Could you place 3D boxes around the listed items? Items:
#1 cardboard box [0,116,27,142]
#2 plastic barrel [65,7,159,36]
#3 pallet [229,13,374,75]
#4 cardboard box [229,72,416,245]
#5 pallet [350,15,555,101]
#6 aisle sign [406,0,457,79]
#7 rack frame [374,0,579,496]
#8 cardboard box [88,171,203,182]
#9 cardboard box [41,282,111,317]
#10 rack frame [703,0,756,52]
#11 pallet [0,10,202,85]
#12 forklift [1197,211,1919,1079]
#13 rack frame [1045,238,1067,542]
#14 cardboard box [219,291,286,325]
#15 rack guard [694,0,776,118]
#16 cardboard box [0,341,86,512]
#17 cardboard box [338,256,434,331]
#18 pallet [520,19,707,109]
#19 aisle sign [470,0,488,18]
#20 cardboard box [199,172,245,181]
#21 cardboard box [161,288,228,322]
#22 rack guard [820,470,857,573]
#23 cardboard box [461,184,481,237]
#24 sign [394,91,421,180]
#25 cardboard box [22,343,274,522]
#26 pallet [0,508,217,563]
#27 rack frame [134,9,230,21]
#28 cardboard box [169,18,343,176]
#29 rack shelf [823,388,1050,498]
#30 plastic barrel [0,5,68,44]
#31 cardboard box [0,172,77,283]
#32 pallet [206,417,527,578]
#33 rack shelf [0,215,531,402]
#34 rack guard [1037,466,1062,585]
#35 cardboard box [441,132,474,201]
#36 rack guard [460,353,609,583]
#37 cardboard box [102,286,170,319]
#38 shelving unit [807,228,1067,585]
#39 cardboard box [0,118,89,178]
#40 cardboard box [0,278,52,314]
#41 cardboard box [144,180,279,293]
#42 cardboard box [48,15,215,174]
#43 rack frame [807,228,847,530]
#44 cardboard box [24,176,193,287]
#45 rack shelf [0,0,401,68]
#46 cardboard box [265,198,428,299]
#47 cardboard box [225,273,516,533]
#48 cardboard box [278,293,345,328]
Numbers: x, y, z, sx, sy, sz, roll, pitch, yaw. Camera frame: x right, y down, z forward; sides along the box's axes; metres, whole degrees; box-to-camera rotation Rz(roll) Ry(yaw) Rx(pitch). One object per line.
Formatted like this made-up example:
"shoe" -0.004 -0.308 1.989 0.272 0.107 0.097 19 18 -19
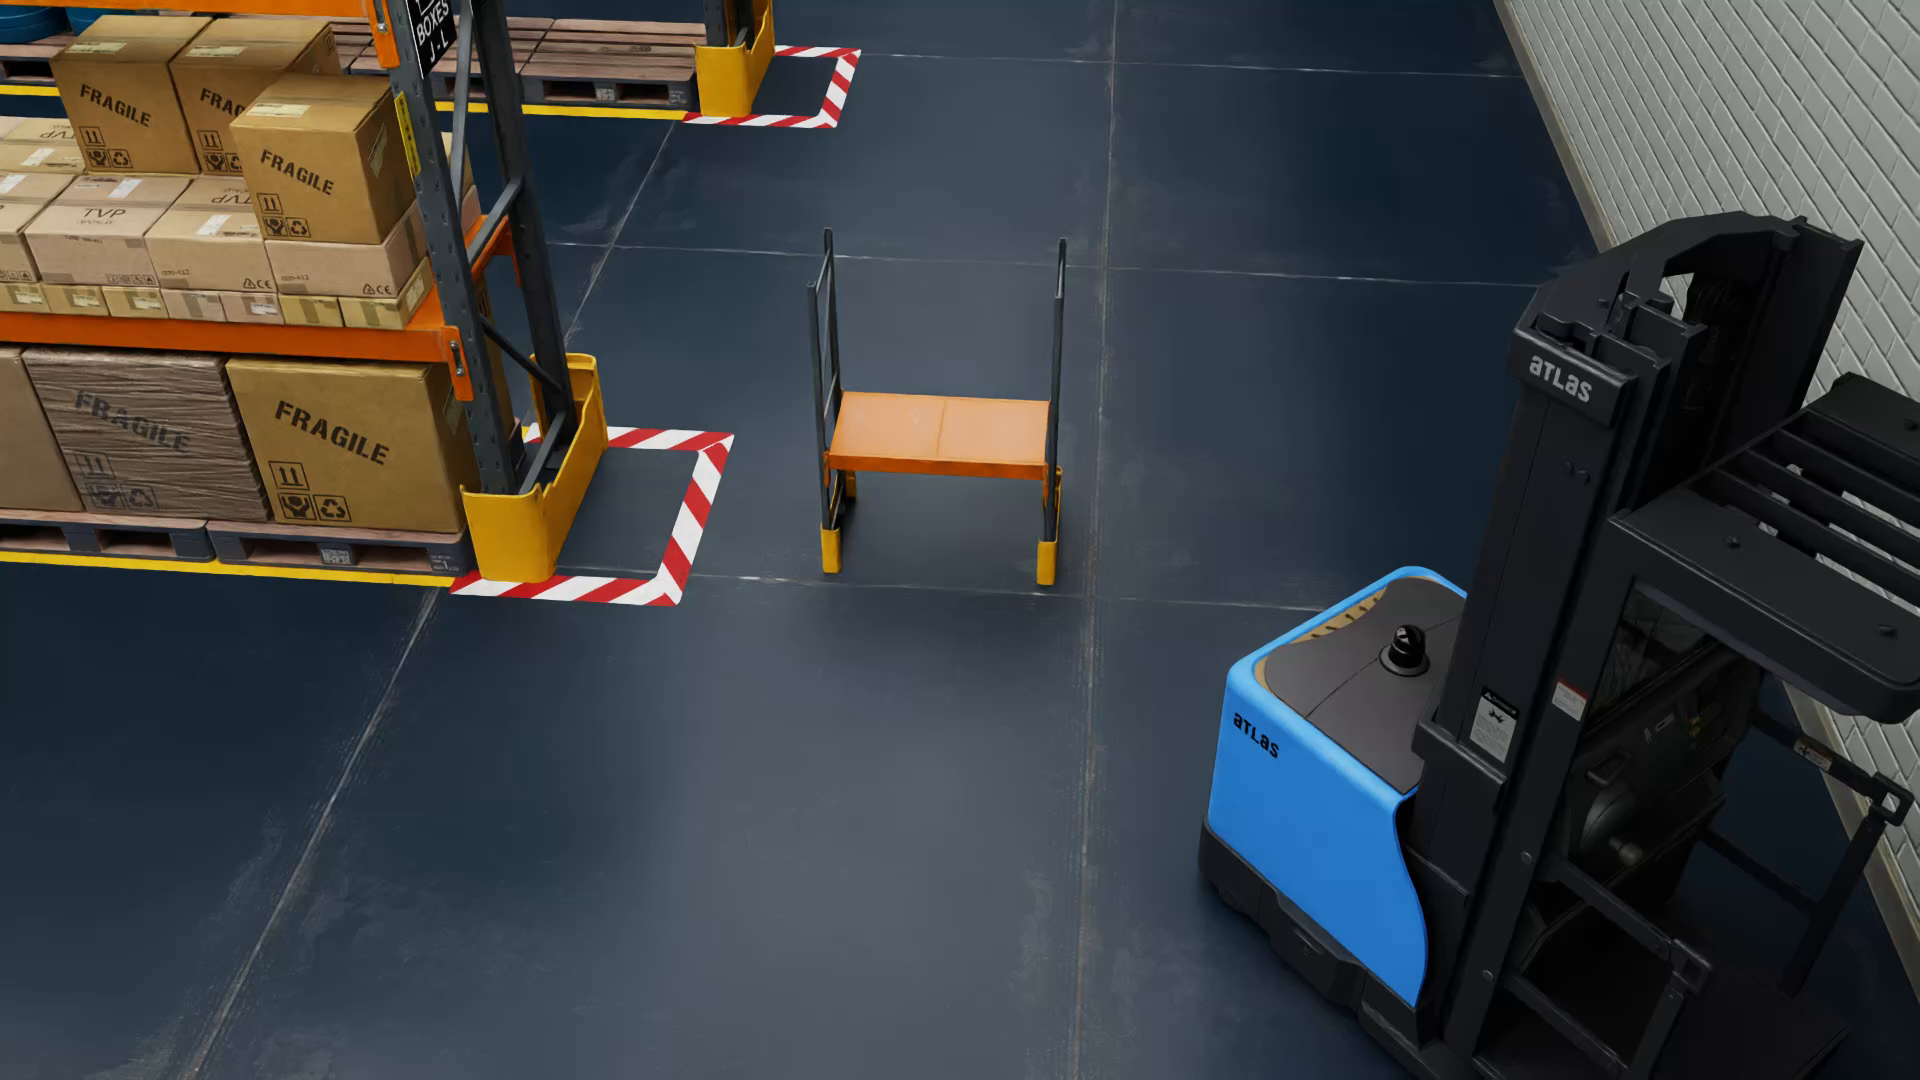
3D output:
"cardboard box" -4.538 -1.700 7.516 0.500 0.250 0.500 4 39 5
"plastic barrel" -6.138 -4.061 11.863 0.708 0.901 0.600 3 39 4
"pallet" -4.861 -3.574 12.144 1.213 0.211 1.003 3 39 4
"cardboard box" -2.547 -1.548 6.735 0.500 0.500 0.500 4 39 4
"pallet" -3.642 -3.509 12.065 1.213 0.211 1.003 3 39 4
"aisle sign" -1.993 -2.154 6.131 0.004 0.787 0.394 3 39 4
"rack frame" -2.039 -1.338 7.189 0.127 3.000 1.000 3 39 4
"cardboard box" -3.513 -1.645 7.449 0.500 0.250 0.500 2 39 2
"cardboard box" -3.699 -1.122 7.121 0.250 0.149 0.380 3 39 4
"rack frame" -1.612 -4.453 11.016 0.127 3.000 1.000 3 39 4
"pallet" -6.362 -3.658 12.247 1.213 0.211 1.003 3 39 4
"forklift" 2.188 0.692 4.748 1.130 2.935 3.031 -25 46 -28
"rack frame" 0.421 -0.559 7.419 0.032 1.500 0.500 3 39 4
"cardboard box" -2.933 -1.081 7.071 0.250 0.149 0.380 3 39 4
"rack guard" -1.587 -3.491 11.813 0.348 0.500 1.175 3 39 4
"cardboard box" -4.477 -0.760 7.828 0.875 0.875 0.875 3 39 4
"cardboard box" -2.422 -1.053 7.037 0.250 0.149 0.380 4 39 5
"pallet" -2.430 -3.441 11.981 1.213 0.211 1.003 3 39 4
"aisle sign" -1.942 -2.531 6.595 0.004 0.787 0.394 3 39 4
"cardboard box" -3.013 -1.616 7.412 0.500 0.250 0.500 3 39 3
"cardboard box" -3.181 -1.095 7.089 0.250 0.149 0.380 4 39 5
"rack guard" -0.572 -0.128 7.880 0.087 0.250 0.587 3 39 4
"cardboard box" -2.365 -1.468 7.547 0.250 0.149 0.380 4 39 4
"sign" -2.100 -1.539 6.330 0.005 0.325 0.100 3 39 4
"cardboard box" -3.590 -0.711 7.769 0.875 0.875 0.875 3 39 4
"pallet" -4.055 -0.319 8.146 1.213 0.211 1.003 3 39 4
"rack frame" -5.597 -4.671 11.283 0.127 3.000 1.000 3 39 4
"cardboard box" -2.992 -1.910 7.179 0.500 0.500 0.500 2 39 3
"rack shelf" -0.085 -0.447 7.566 1.000 0.185 0.538 3 39 4
"plastic barrel" -6.843 -4.099 11.910 0.708 0.901 0.600 3 39 4
"cardboard box" -4.077 -1.336 7.069 0.500 0.250 0.500 3 39 4
"pallet" -2.843 -0.251 8.062 1.213 0.211 1.003 3 39 4
"rack shelf" -4.032 -1.168 7.549 4.000 0.370 1.077 3 39 4
"rack guard" 0.420 -0.074 7.813 0.087 0.250 0.587 3 39 4
"cardboard box" -2.494 -1.591 7.383 0.500 0.250 0.500 2 39 3
"rack guard" -2.015 -0.368 7.976 0.348 0.500 1.175 3 39 4
"cardboard box" -3.440 -1.108 7.104 0.250 0.149 0.380 2 39 3
"shelving unit" -0.076 -0.586 7.452 1.083 1.500 0.587 3 39 4
"cardboard box" -4.033 -1.670 7.480 0.500 0.250 0.500 2 39 3
"cardboard box" -3.945 -1.137 7.140 0.250 0.149 0.380 4 39 5
"cardboard box" -3.050 -1.283 7.004 0.500 0.250 0.500 2 39 3
"cardboard box" -3.509 -1.934 7.209 0.500 0.500 0.500 2 39 3
"rack frame" -0.591 -0.614 7.487 0.032 1.500 0.500 3 39 4
"cardboard box" -3.557 -1.311 7.038 0.500 0.250 0.500 2 39 2
"rack shelf" -4.032 -2.332 6.603 4.000 0.370 1.077 3 39 4
"cardboard box" -2.545 -1.255 6.969 0.500 0.250 0.500 3 39 3
"cardboard box" -2.684 -0.662 7.708 0.875 0.875 0.875 3 39 4
"cardboard box" -2.682 -1.066 7.053 0.250 0.149 0.380 4 39 4
